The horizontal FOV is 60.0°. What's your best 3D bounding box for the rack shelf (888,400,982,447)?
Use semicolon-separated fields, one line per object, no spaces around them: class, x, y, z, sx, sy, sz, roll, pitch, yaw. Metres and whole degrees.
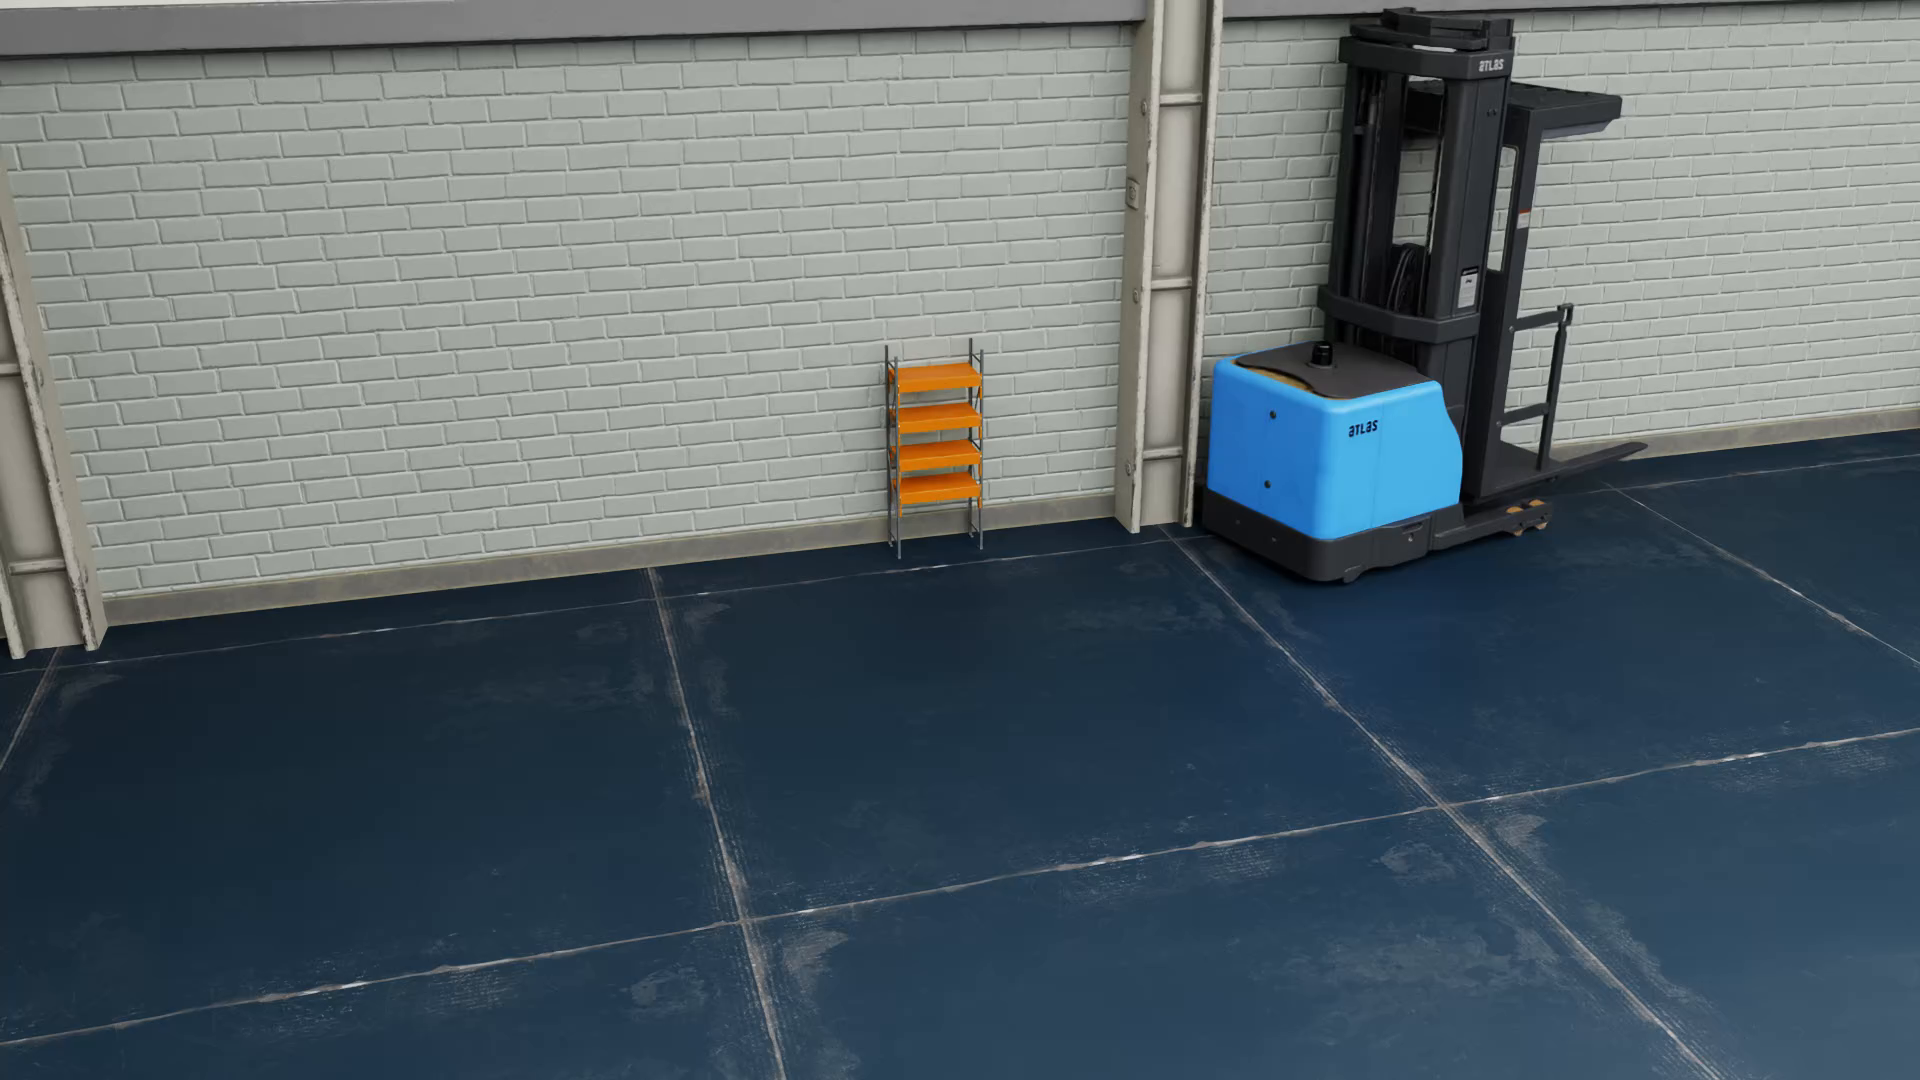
rack shelf;-0.144;-0.658;9.364;0.480;0.148;0.258;-7;24;-15

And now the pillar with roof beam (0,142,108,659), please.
pillar with roof beam;-3.453;-1.982;2.956;0.400;9.000;9.100;-6;24;-14

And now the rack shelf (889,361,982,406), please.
rack shelf;-0.144;-0.875;9.270;0.480;0.148;0.258;-7;24;-15

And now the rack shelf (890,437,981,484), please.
rack shelf;-0.144;-0.452;9.453;0.480;0.148;0.258;-7;24;-15

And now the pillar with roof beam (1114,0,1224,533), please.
pillar with roof beam;2.324;-2.621;4.446;0.400;9.000;9.100;-6;24;-14

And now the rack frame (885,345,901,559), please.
rack frame;-0.378;-0.487;9.363;0.015;1.200;0.240;-7;24;-15

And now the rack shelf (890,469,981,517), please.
rack shelf;-0.144;-0.270;9.531;0.480;0.148;0.258;-7;24;-15

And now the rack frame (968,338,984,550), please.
rack frame;0.091;-0.541;9.488;0.015;1.200;0.240;-7;24;-15

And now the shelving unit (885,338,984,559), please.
shelving unit;-0.144;-0.514;9.426;0.503;1.200;0.258;-7;24;-15

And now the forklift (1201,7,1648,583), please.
forklift;2.937;-1.536;9.613;3.031;2.935;1.130;-14;27;-30
